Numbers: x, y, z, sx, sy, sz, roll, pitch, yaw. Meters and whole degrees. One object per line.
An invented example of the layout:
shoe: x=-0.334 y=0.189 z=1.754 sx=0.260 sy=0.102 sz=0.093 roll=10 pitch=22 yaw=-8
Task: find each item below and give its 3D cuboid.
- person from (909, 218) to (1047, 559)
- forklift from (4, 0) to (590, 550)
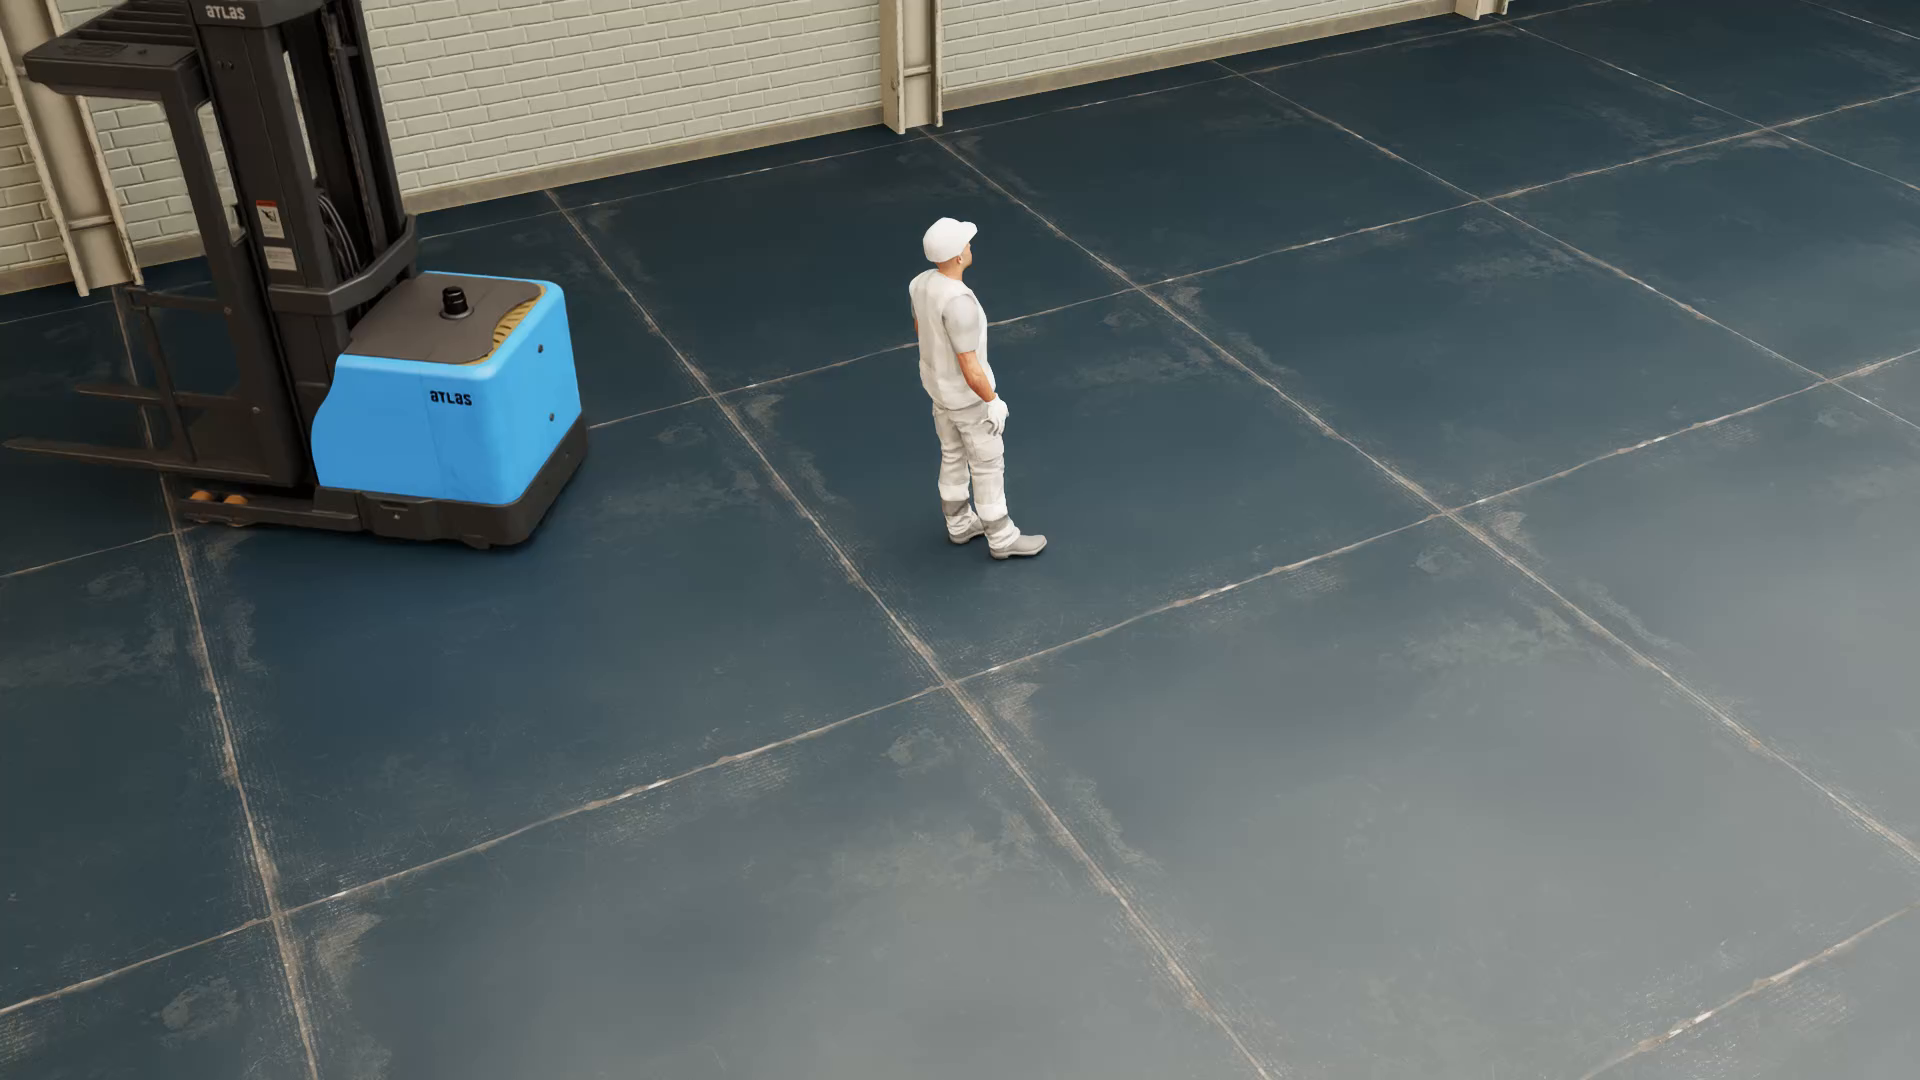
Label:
person: x=0.077 y=-0.753 z=8.164 sx=0.562 sy=1.790 sz=0.637 roll=-17 pitch=39 yaw=-23
forklift: x=-3.630 y=-1.558 z=8.327 sx=3.031 sy=2.935 sz=1.130 roll=6 pitch=36 yaw=9
